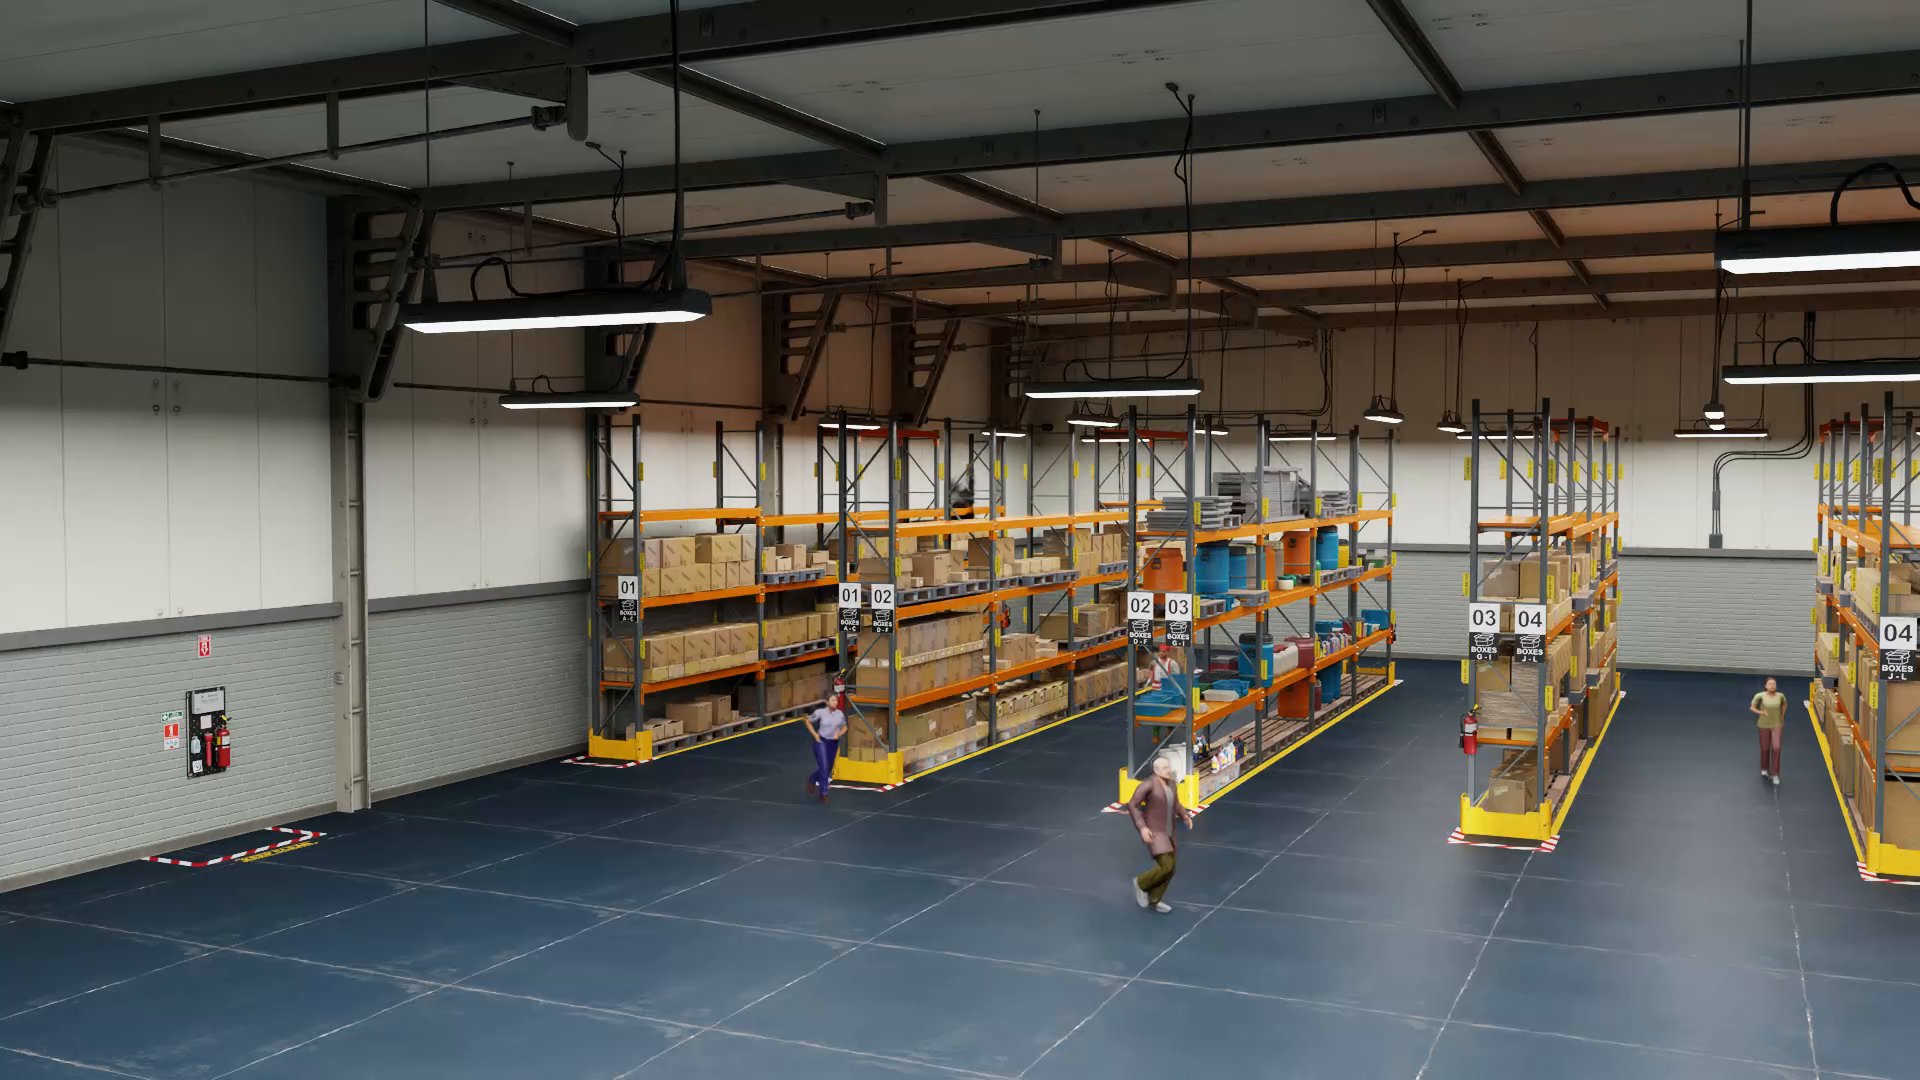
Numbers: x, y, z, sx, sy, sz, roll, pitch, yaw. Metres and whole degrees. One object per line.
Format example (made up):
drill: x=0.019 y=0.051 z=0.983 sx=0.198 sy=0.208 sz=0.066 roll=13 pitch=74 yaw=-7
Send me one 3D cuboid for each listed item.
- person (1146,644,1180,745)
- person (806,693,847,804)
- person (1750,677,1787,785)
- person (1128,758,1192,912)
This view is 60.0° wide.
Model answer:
person: x=3.752 y=2.817 z=30.750 sx=0.655 sy=1.810 sz=0.925 roll=1 pitch=2 yaw=16
person: x=-2.035 y=3.176 z=25.464 sx=0.640 sy=1.625 sz=0.842 roll=-2 pitch=3 yaw=-34
person: x=13.088 y=3.071 z=26.920 sx=0.565 sy=1.694 sz=0.818 roll=1 pitch=2 yaw=20
person: x=2.304 y=3.351 z=18.907 sx=0.723 sy=1.746 sz=0.628 roll=-2 pitch=3 yaw=-44
